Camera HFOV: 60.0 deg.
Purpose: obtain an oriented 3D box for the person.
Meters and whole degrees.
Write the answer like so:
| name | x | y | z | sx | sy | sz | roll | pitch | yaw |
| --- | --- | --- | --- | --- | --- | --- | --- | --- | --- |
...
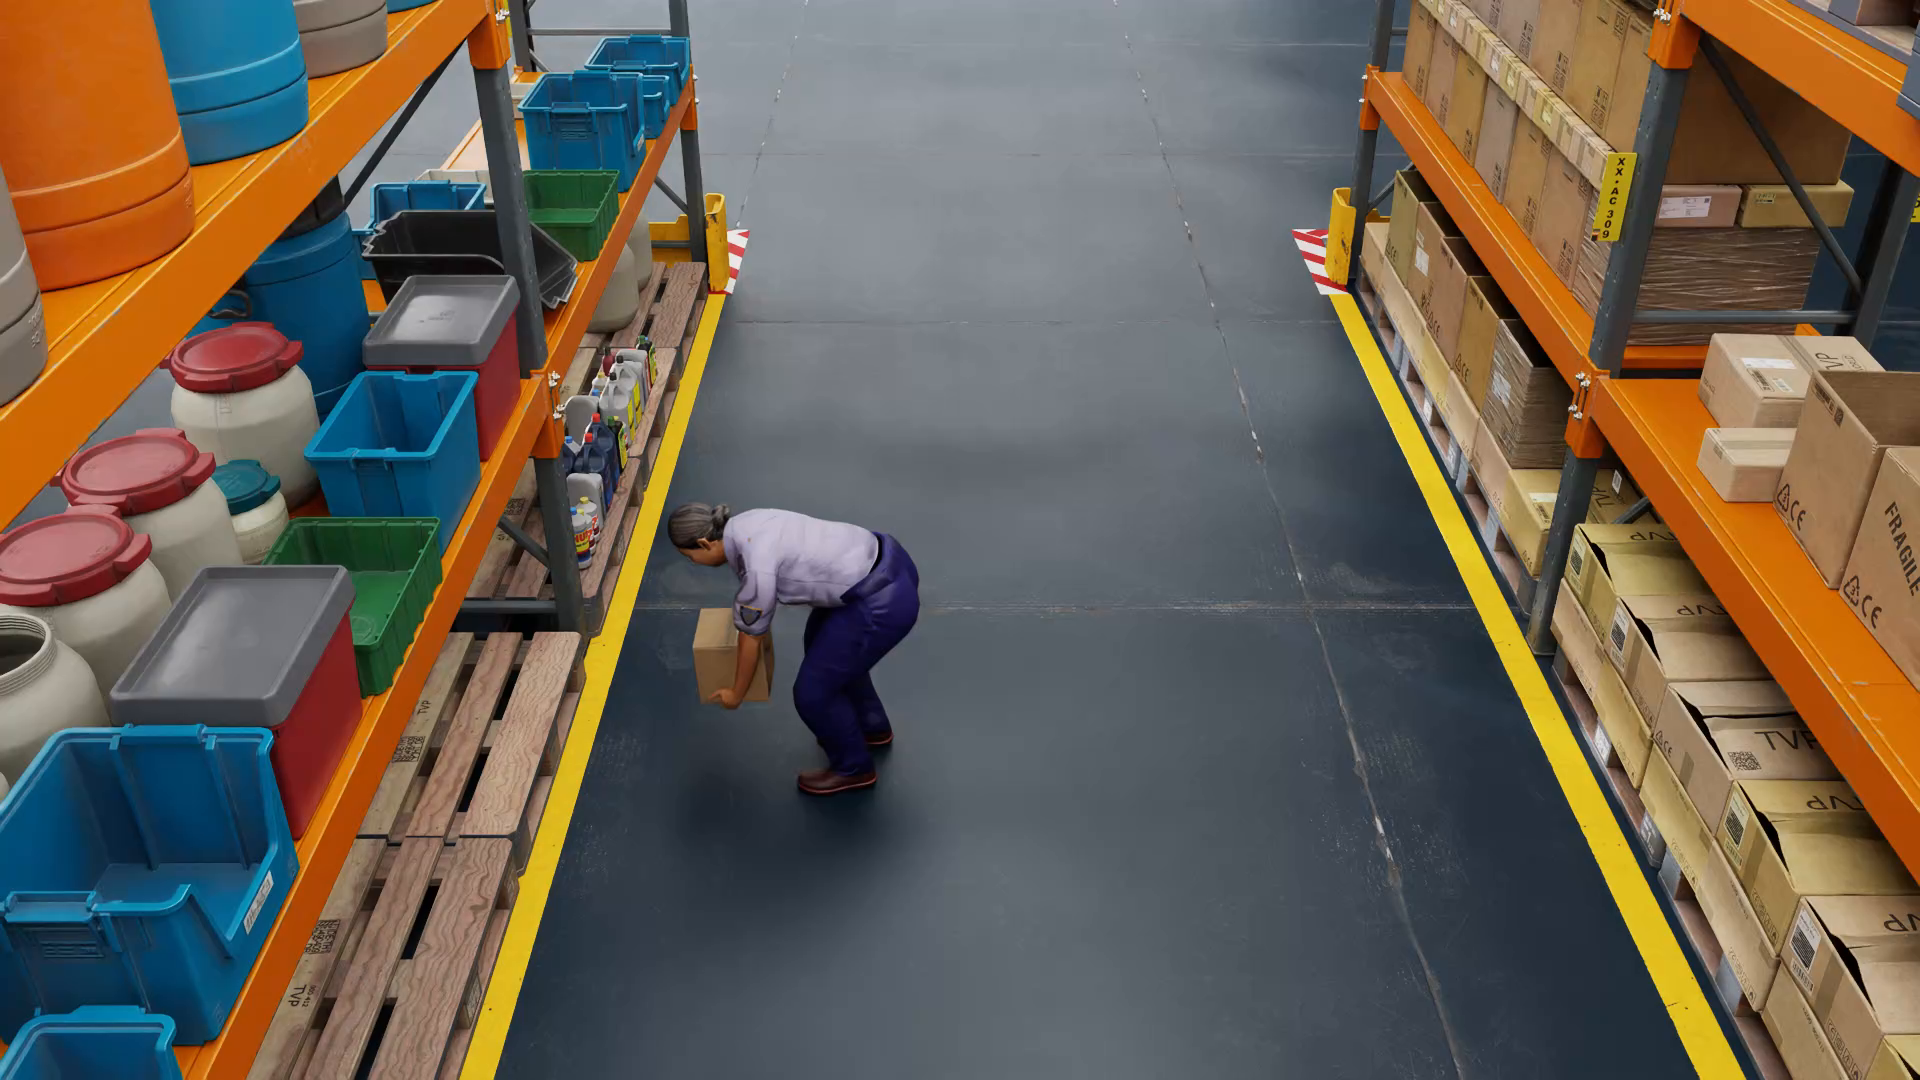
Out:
| name | x | y | z | sx | sy | sz | roll | pitch | yaw |
| --- | --- | --- | --- | --- | --- | --- | --- | --- | --- |
| person | -0.576 | 0.359 | 6.028 | 0.867 | 1.170 | 0.476 | -1 | 32 | -2 |
